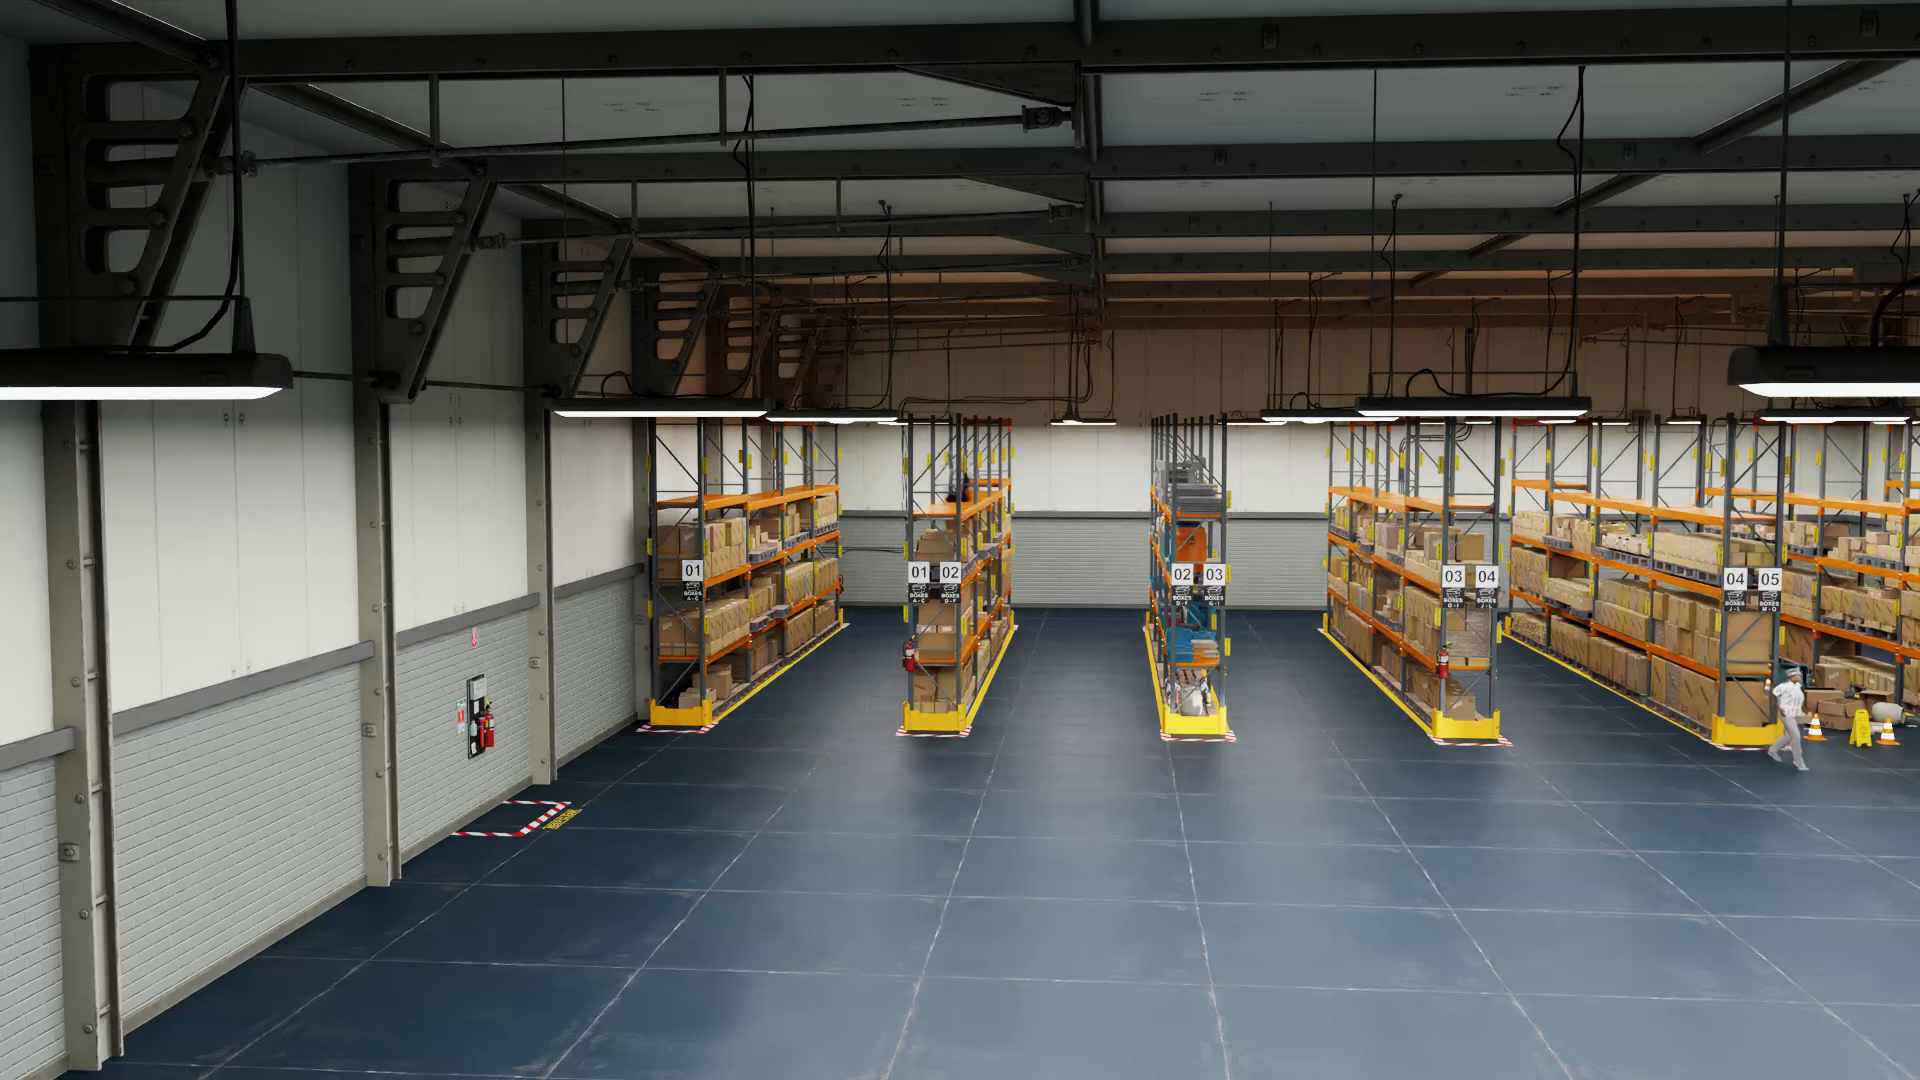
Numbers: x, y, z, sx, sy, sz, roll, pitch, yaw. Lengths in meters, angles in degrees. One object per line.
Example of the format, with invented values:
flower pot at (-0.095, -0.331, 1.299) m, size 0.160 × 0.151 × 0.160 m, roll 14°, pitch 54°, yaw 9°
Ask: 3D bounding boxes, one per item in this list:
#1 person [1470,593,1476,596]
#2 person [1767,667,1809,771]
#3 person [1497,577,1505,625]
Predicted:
person at (14.322, 1.693, 47.001) m, size 0.915 × 1.741 × 0.700 m, roll -2°, pitch 4°, yaw -22°
person at (14.039, 2.999, 28.105) m, size 0.585 × 1.731 × 0.837 m, roll -2°, pitch 4°, yaw -28°
person at (15.089, 1.765, 47.062) m, size 0.872 × 1.566 × 0.602 m, roll -1°, pitch 4°, yaw -17°
